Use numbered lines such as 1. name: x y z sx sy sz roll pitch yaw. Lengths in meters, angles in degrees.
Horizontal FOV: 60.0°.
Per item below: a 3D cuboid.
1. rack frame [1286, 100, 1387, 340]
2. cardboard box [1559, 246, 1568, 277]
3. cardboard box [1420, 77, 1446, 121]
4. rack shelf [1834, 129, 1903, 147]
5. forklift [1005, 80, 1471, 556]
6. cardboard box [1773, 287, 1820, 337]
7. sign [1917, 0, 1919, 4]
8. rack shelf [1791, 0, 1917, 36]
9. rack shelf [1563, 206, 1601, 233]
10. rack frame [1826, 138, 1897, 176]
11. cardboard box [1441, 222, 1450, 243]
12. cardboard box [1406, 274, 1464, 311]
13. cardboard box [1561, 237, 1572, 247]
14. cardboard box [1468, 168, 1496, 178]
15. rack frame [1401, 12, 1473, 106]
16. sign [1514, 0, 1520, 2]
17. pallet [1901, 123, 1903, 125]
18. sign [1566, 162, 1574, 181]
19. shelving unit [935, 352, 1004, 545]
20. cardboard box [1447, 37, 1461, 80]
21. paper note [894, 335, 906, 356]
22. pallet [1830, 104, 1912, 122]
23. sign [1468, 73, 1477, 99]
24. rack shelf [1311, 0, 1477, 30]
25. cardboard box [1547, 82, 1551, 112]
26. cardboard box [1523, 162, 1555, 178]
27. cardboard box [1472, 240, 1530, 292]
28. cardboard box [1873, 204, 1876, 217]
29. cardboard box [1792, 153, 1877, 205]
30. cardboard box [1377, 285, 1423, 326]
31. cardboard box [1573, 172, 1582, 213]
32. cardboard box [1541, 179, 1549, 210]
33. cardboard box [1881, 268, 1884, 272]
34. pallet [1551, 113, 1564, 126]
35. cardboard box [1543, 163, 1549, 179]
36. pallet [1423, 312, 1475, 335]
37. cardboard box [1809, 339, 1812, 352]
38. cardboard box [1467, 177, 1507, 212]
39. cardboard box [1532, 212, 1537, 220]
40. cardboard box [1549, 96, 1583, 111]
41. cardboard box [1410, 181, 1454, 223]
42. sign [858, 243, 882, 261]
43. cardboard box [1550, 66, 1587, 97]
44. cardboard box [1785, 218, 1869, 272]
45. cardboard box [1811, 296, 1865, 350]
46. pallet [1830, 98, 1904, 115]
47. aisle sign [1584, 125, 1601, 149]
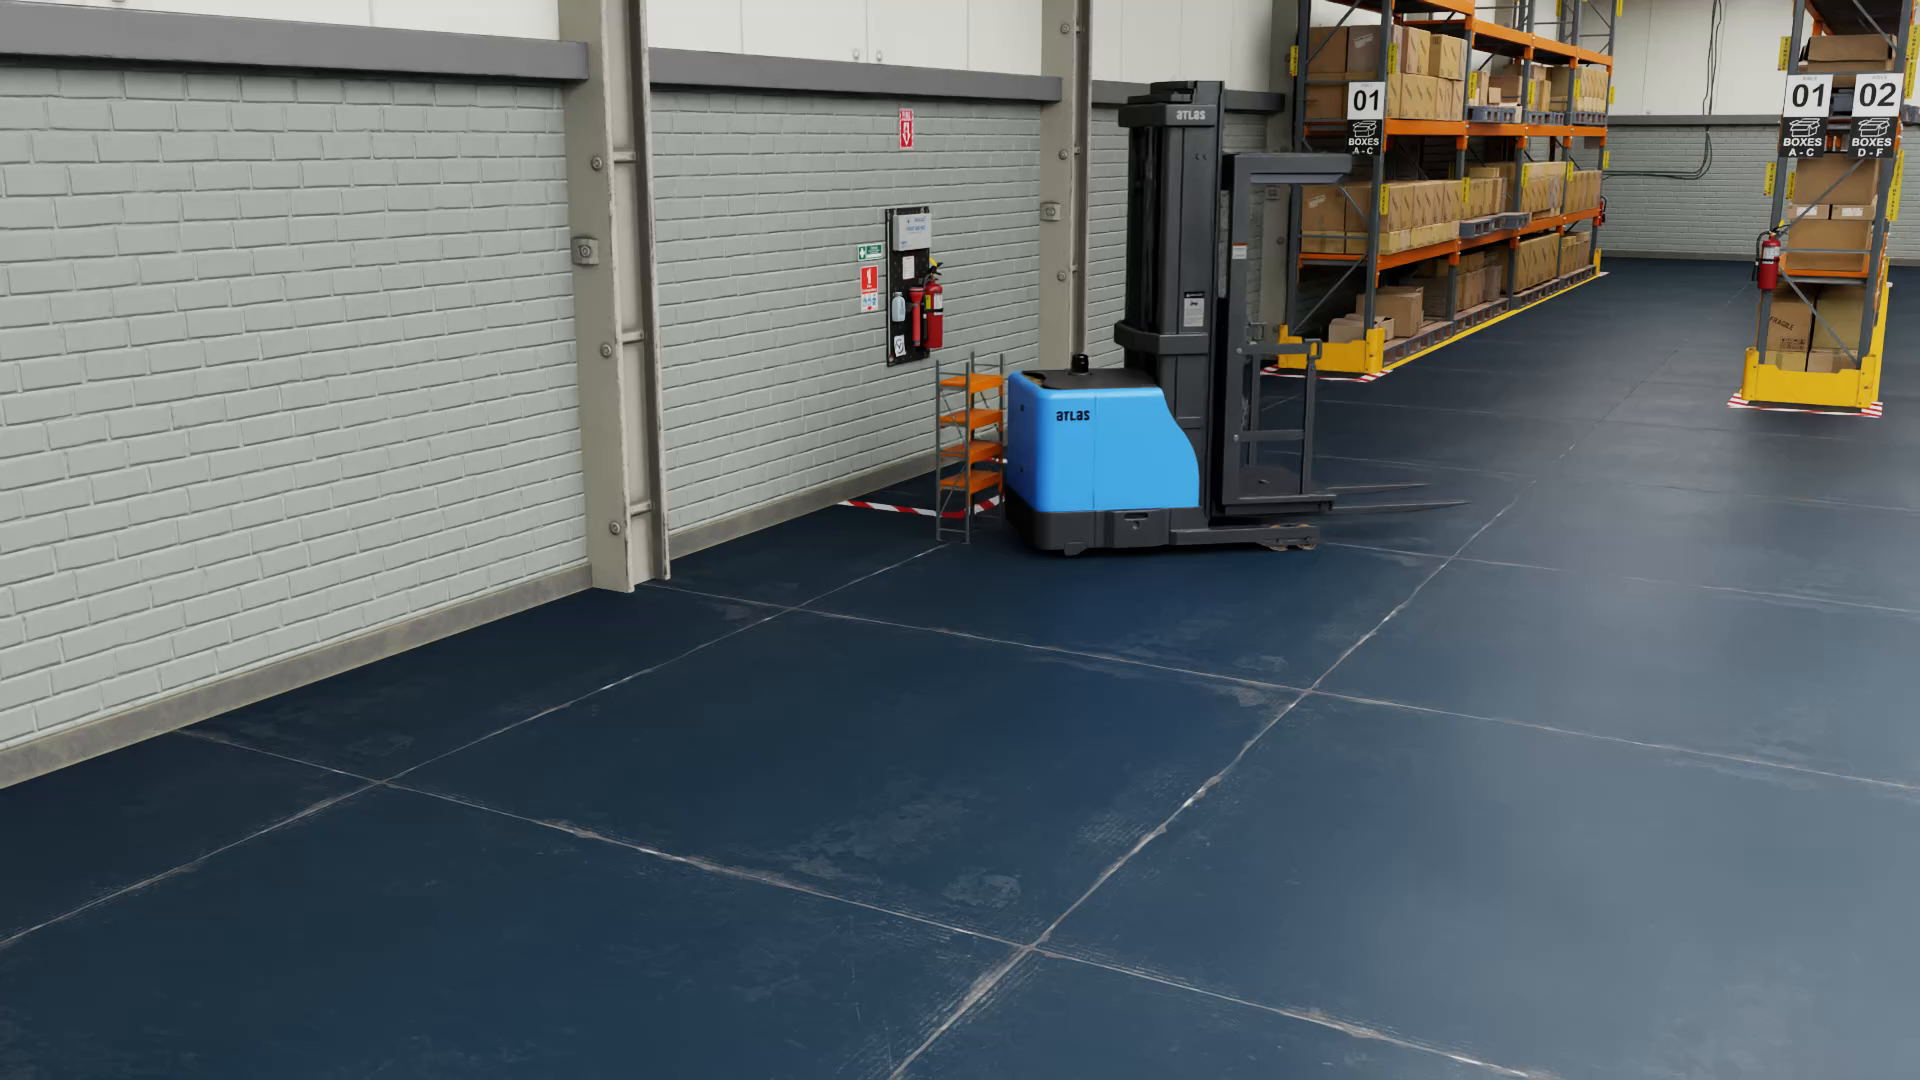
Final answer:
1. rack frame: 4.238 -3.426 18.846 1.000 3.000 0.127 7 15 28
2. cardboard box: 10.491 -5.019 29.890 0.700 0.500 0.500 8 16 29
3. cardboard box: 5.654 -5.412 20.425 0.500 0.500 0.500 7 15 26
4. rack shelf: 15.345 -6.847 28.168 1.077 0.370 4.000 7 15 28
5. forklift: 1.874 -1.472 10.887 3.031 2.935 1.130 -2 14 -10
6. cardboard box: 9.289 -2.551 18.586 0.500 0.500 0.500 7 15 28
7. sign: 16.787 -9.529 29.028 0.100 0.325 0.005 7 15 28
8. rack shelf: 9.544 -5.649 17.652 1.077 0.370 4.000 7 15 28
9. rack shelf: 11.006 -5.949 30.845 1.077 0.370 4.000 7 15 28
10. rack frame: 14.378 -5.328 26.734 1.000 3.000 0.127 7 15 28
11. cardboard box: 5.960 -3.951 21.300 0.500 0.250 0.500 7 15 28
12. cardboard box: 6.719 -3.510 23.589 0.700 0.500 0.500 7 15 27
13. cardboard box: 10.816 -5.384 30.020 0.380 0.149 0.250 8 16 30
14. cardboard box: 7.823 -5.504 24.927 0.380 0.149 0.250 5 14 19
15. rack frame: 6.172 -7.164 21.547 1.000 3.000 0.127 7 15 28
16. sign: 9.566 -9.404 28.509 0.100 0.325 0.005 7 15 28
17. pallet: 13.502 -6.356 24.998 1.213 0.211 1.003 7 15 28
18. sign: 10.519 -6.353 28.685 0.100 0.325 0.005 7 15 28
19. shelving unit: 0.065 -0.616 11.028 0.258 1.200 0.503 7 15 27
20. cardboard box: 5.910 -6.002 20.740 0.500 0.500 0.500 8 16 31
21. paper note: -0.455 -1.478 12.642 0.016 0.148 0.142 7 15 28
22. pallet: 11.656 -5.495 21.427 1.003 0.211 1.213 8 16 31
23. sign: 6.651 -5.897 21.590 0.100 0.325 0.005 7 15 28
24. rack shelf: 5.205 -6.402 19.930 1.077 0.370 4.000 7 15 28
25. cardboard box: 9.518 -7.441 27.946 0.700 0.500 0.500 6 15 25
26. cardboard box: 9.535 -6.123 27.539 0.500 0.250 0.500 8 16 29
27. cardboard box: 8.576 -4.363 26.421 0.750 0.750 0.750 7 15 27
28. cardboard box: 9.080 -3.341 16.892 0.380 0.149 0.250 7 15 27
29. cardboard box: 8.839 -3.650 16.794 0.700 0.500 0.500 7 15 28
30. cardboard box: 5.705 -3.028 21.590 0.500 0.500 0.500 6 15 24
31. cardboard box: 10.674 -6.293 30.096 0.980 0.700 0.700 7 15 27
32. cardboard box: 9.312 -5.657 27.208 0.500 0.500 0.500 8 16 30
33. cardboard box: 13.409 -3.777 24.697 0.500 0.500 0.500 7 15 27
34. pallet: 9.639 -7.060 27.926 0.805 0.209 1.217 7 15 26
35. cardboard box: 9.290 -6.018 27.105 0.500 0.250 0.500 7 15 27
36. pallet: 6.547 -3.051 23.240 1.003 0.211 1.213 7 15 28
37. cardboard box: 9.049 -2.084 18.247 0.500 0.250 0.500 7 15 28
38. cardboard box: 7.887 -5.233 25.186 0.700 0.500 0.500 5 15 21
39. cardboard box: 9.200 -5.313 27.163 0.380 0.149 0.250 7 15 28
40. cardboard box: 10.604 -7.638 29.128 0.500 0.250 0.500 7 15 28
41. cardboard box: 5.978 -4.313 21.203 0.500 0.500 0.500 7 15 28
42. sign: -0.657 -2.108 12.169 0.001 0.109 0.331 7 15 28
43. cardboard box: 10.630 -8.006 29.050 0.500 0.500 0.500 7 15 28
44. cardboard box: 8.814 -3.009 16.901 0.700 0.500 0.500 7 15 28
45. cardboard box: 9.271 -2.286 17.485 0.500 0.500 0.500 7 15 28
46. pallet: 9.530 -4.675 17.812 1.003 0.211 1.213 7 15 28
47. aisle sign: 12.271 -7.954 32.078 0.394 0.787 0.004 7 15 28
